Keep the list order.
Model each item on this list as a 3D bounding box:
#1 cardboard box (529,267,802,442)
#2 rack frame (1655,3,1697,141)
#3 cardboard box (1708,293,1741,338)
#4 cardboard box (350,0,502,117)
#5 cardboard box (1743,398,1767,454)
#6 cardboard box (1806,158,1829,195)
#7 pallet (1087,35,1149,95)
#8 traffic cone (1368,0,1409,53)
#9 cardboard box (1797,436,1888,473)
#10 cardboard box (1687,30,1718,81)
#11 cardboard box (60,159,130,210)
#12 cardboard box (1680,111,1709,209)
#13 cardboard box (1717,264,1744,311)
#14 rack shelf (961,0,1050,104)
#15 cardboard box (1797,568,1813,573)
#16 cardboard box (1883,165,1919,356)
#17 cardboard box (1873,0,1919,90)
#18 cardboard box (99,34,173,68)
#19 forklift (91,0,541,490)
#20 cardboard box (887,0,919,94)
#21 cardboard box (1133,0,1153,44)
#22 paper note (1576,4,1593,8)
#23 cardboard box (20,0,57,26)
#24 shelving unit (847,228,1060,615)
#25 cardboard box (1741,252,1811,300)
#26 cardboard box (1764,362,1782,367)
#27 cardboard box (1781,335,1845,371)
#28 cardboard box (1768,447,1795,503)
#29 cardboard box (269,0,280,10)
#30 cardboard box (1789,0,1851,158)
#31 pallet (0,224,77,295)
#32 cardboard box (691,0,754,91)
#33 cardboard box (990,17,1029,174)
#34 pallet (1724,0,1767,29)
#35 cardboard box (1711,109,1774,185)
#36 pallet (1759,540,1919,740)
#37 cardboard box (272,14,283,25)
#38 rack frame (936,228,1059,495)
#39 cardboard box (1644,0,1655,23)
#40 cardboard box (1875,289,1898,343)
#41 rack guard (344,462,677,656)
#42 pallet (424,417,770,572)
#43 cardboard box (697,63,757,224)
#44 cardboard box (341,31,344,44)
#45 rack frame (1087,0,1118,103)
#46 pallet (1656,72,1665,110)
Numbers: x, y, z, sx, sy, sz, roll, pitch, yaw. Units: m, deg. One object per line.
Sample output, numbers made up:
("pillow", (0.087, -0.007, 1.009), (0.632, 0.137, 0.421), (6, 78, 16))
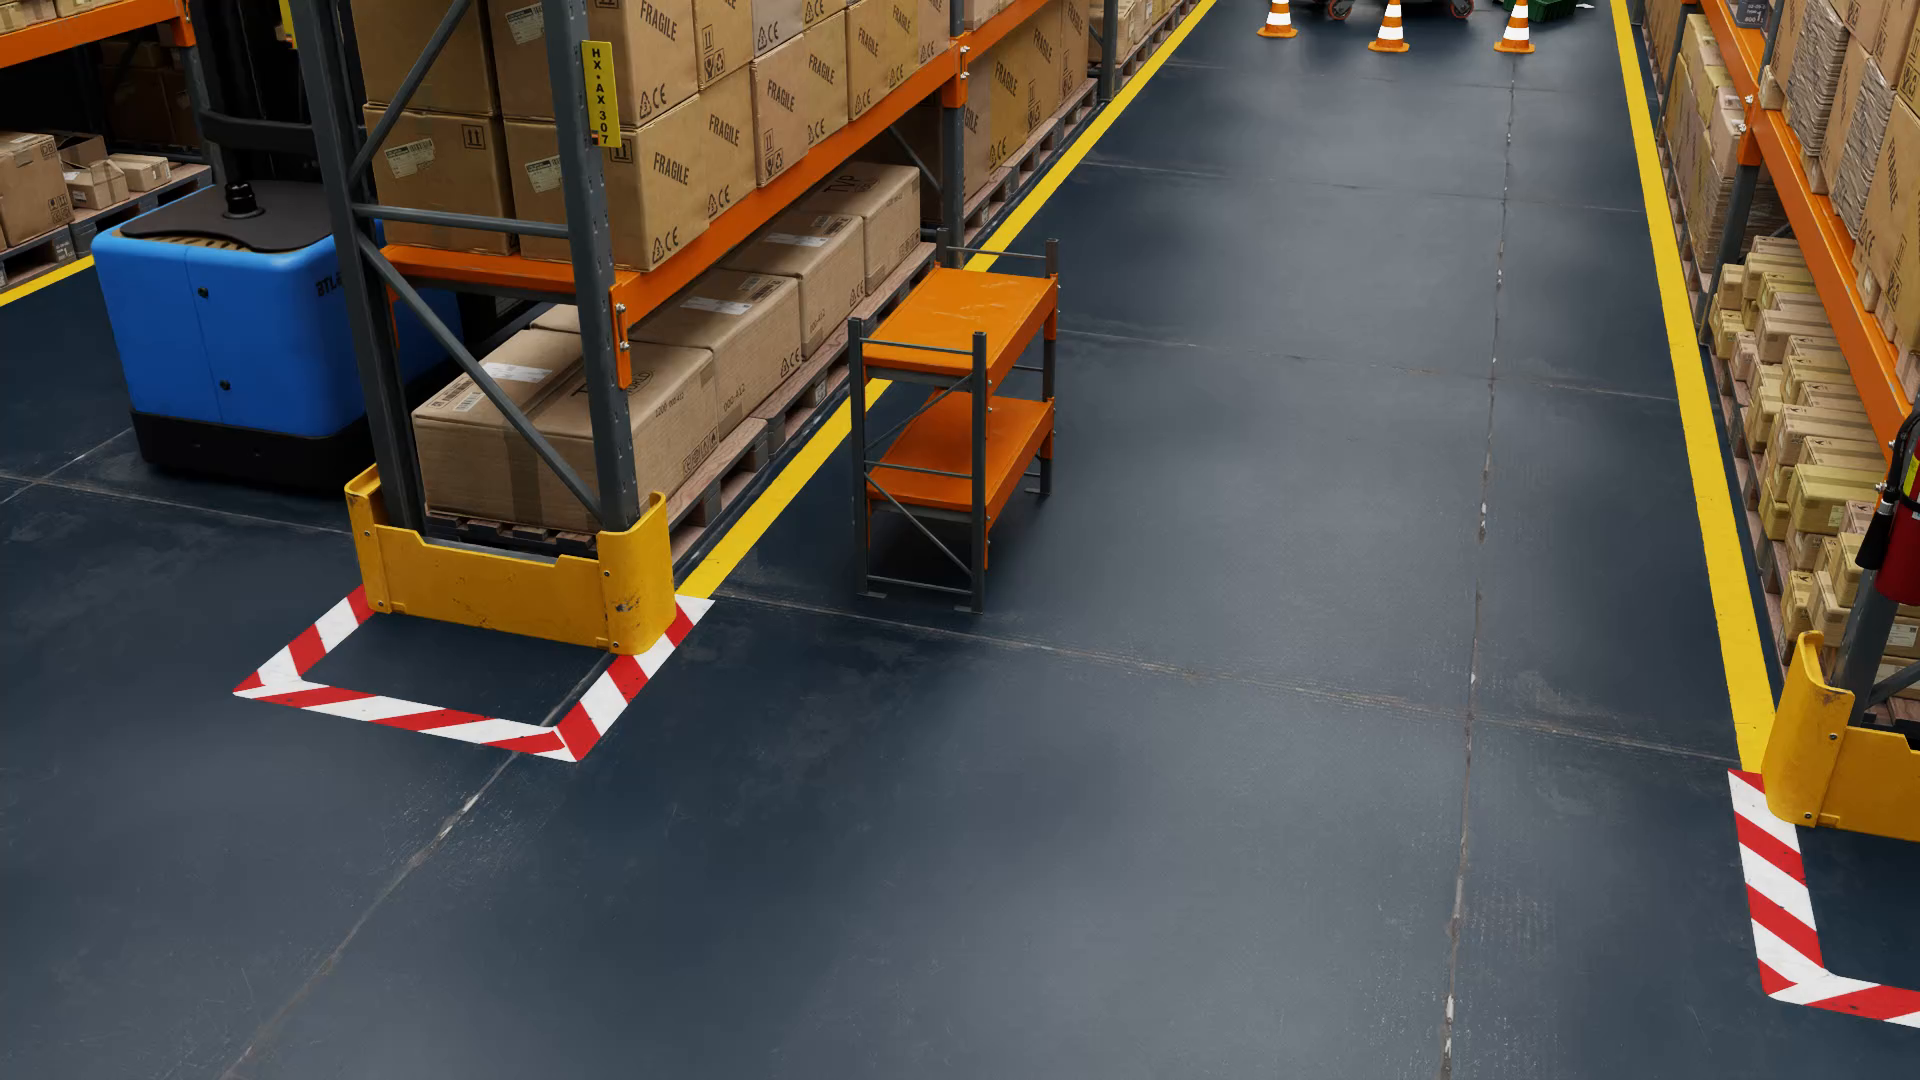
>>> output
("cardboard box", (-1.289, -0.870, 7.432), (0.875, 0.438, 0.875), (9, 30, 16))
("rack frame", (5.462, -4.117, 11.066), (1.000, 3.000, 0.127), (8, 30, 15))
("cardboard box", (3.874, -1.073, 8.093), (0.380, 0.149, 0.250), (7, 30, 13))
("cardboard box", (-1.734, -1.797, 5.764), (0.500, 0.500, 0.500), (9, 30, 17))
("cardboard box", (3.532, -0.464, 6.999), (0.380, 0.149, 0.250), (8, 30, 14))
("cardboard box", (3.552, -1.445, 6.520), (0.380, 0.149, 0.250), (10, 31, 17))
("pallet", (0.931, -3.921, 13.581), (1.003, 0.211, 1.213), (8, 30, 15))
("traffic cone", (3.720, -4.473, 14.315), (0.336, 0.463, 0.334), (8, 30, 15))
("cardboard box", (3.247, -0.238, 5.980), (0.380, 0.149, 0.250), (7, 30, 13))
("cardboard box", (4.879, -3.015, 10.451), (0.500, 0.250, 0.500), (8, 30, 14))
("cardboard box", (-5.208, -2.146, 9.903), (0.396, 0.266, 0.258), (10, 30, 17))
("cardboard box", (4.570, -2.206, 9.768), (0.500, 0.500, 0.500), (8, 30, 14))
("cardboard box", (3.876, -1.203, 8.022), (0.380, 0.149, 0.250), (10, 31, 17))
("rack shelf", (0.113, -3.533, 10.755), (1.077, 0.370, 4.000), (8, 30, 15))
("cardboard box", (3.207, 0.144, 5.906), (0.380, 0.149, 0.250), (8, 30, 15))
("cardboard box", (3.000, -0.819, 4.727), (0.500, 0.500, 0.500), (9, 30, 16))
("cardboard box", (3.303, -1.737, 5.349), (0.500, 0.500, 0.500), (10, 31, 17))
("cardboard box", (-5.388, -3.211, 10.909), (0.380, 0.149, 0.250), (7, 30, 13))
("forklift", (-2.659, -2.195, 7.680), (1.130, 2.935, 3.031), (8, 30, 15))
("cardboard box", (-0.511, -2.470, 8.001), (0.500, 0.500, 0.500), (8, 30, 14))
("cardboard box", (1.085, -4.417, 13.876), (0.950, 0.372, 0.625), (8, 30, 14))
("paper note", (5.968, -5.121, 15.923), (0.147, 0.020, 0.142), (-12, 31, -20))
("cardboard box", (-5.284, -2.964, 9.251), (0.380, 0.149, 0.250), (9, 30, 16))
("shelving unit", (-0.002, -0.488, 6.471), (0.538, 1.125, 1.048), (8, 30, 15))
("cardboard box", (3.851, -1.206, 7.721), (0.380, 0.149, 0.250), (10, 31, 17))
("cardboard box", (3.665, -0.705, 7.126), (0.380, 0.149, 0.250), (10, 31, 17))
("cardboard box", (3.615, -0.712, 6.833), (0.380, 0.149, 0.250), (7, 30, 13))
("cardboard box", (3.286, -0.237, 6.286), (0.380, 0.149, 0.250), (9, 30, 16))
("cardboard box", (-5.048, -3.819, 12.001), (0.380, 0.149, 0.250), (9, 30, 16))
("cardboard box", (3.581, -1.778, 6.452), (0.500, 0.500, 0.500), (8, 30, 14))
("pallet", (-5.779, -1.518, 9.261), (1.003, 0.211, 1.213), (8, 30, 15))
("cardboard box", (-1.090, -1.963, 6.062), (0.500, 0.500, 0.500), (8, 30, 14))
("cardboard box", (-0.111, -2.893, 10.619), (0.875, 0.875, 0.875), (9, 30, 16))
("pallet", (4.920, -3.108, 9.448), (1.003, 0.211, 1.213), (8, 30, 15))
("cardboard box", (4.265, -2.059, 8.734), (0.500, 0.250, 0.500), (8, 30, 14))
("pallet", (3.408, 0.411, 5.793), (1.003, 0.211, 1.213), (8, 30, 15))
("cardboard box", (-4.721, -3.518, 11.460), (0.380, 0.149, 0.250), (8, 30, 14))
("rack frame", (0.147, -0.725, 6.896), (0.500, 1.125, 0.032), (8, 30, 15))
("cardboard box", (6.540, -4.875, 14.310), (1.050, 0.750, 0.750), (8, 30, 15))
("cardboard box", (3.107, -0.710, 5.200), (0.380, 0.149, 0.250), (8, 30, 14))
("rack guard", (-1.655, 0.045, 6.155), (1.175, 0.500, 0.348), (8, 30, 15))
("pallet", (-1.488, -0.223, 6.934), (1.003, 0.211, 1.213), (8, 30, 15))
("cardboard box", (-1.111, -1.524, 6.301), (0.500, 0.500, 0.500), (8, 30, 14))
("cardboard box", (-4.565, -3.388, 11.895), (0.500, 0.500, 0.500), (8, 30, 13))
("rack frame", (0.700, -4.777, 12.251), (1.000, 3.000, 0.127), (8, 30, 15))
("pallet", (5.765, -3.254, 12.383), (1.003, 0.211, 1.213), (8, 30, 15))
